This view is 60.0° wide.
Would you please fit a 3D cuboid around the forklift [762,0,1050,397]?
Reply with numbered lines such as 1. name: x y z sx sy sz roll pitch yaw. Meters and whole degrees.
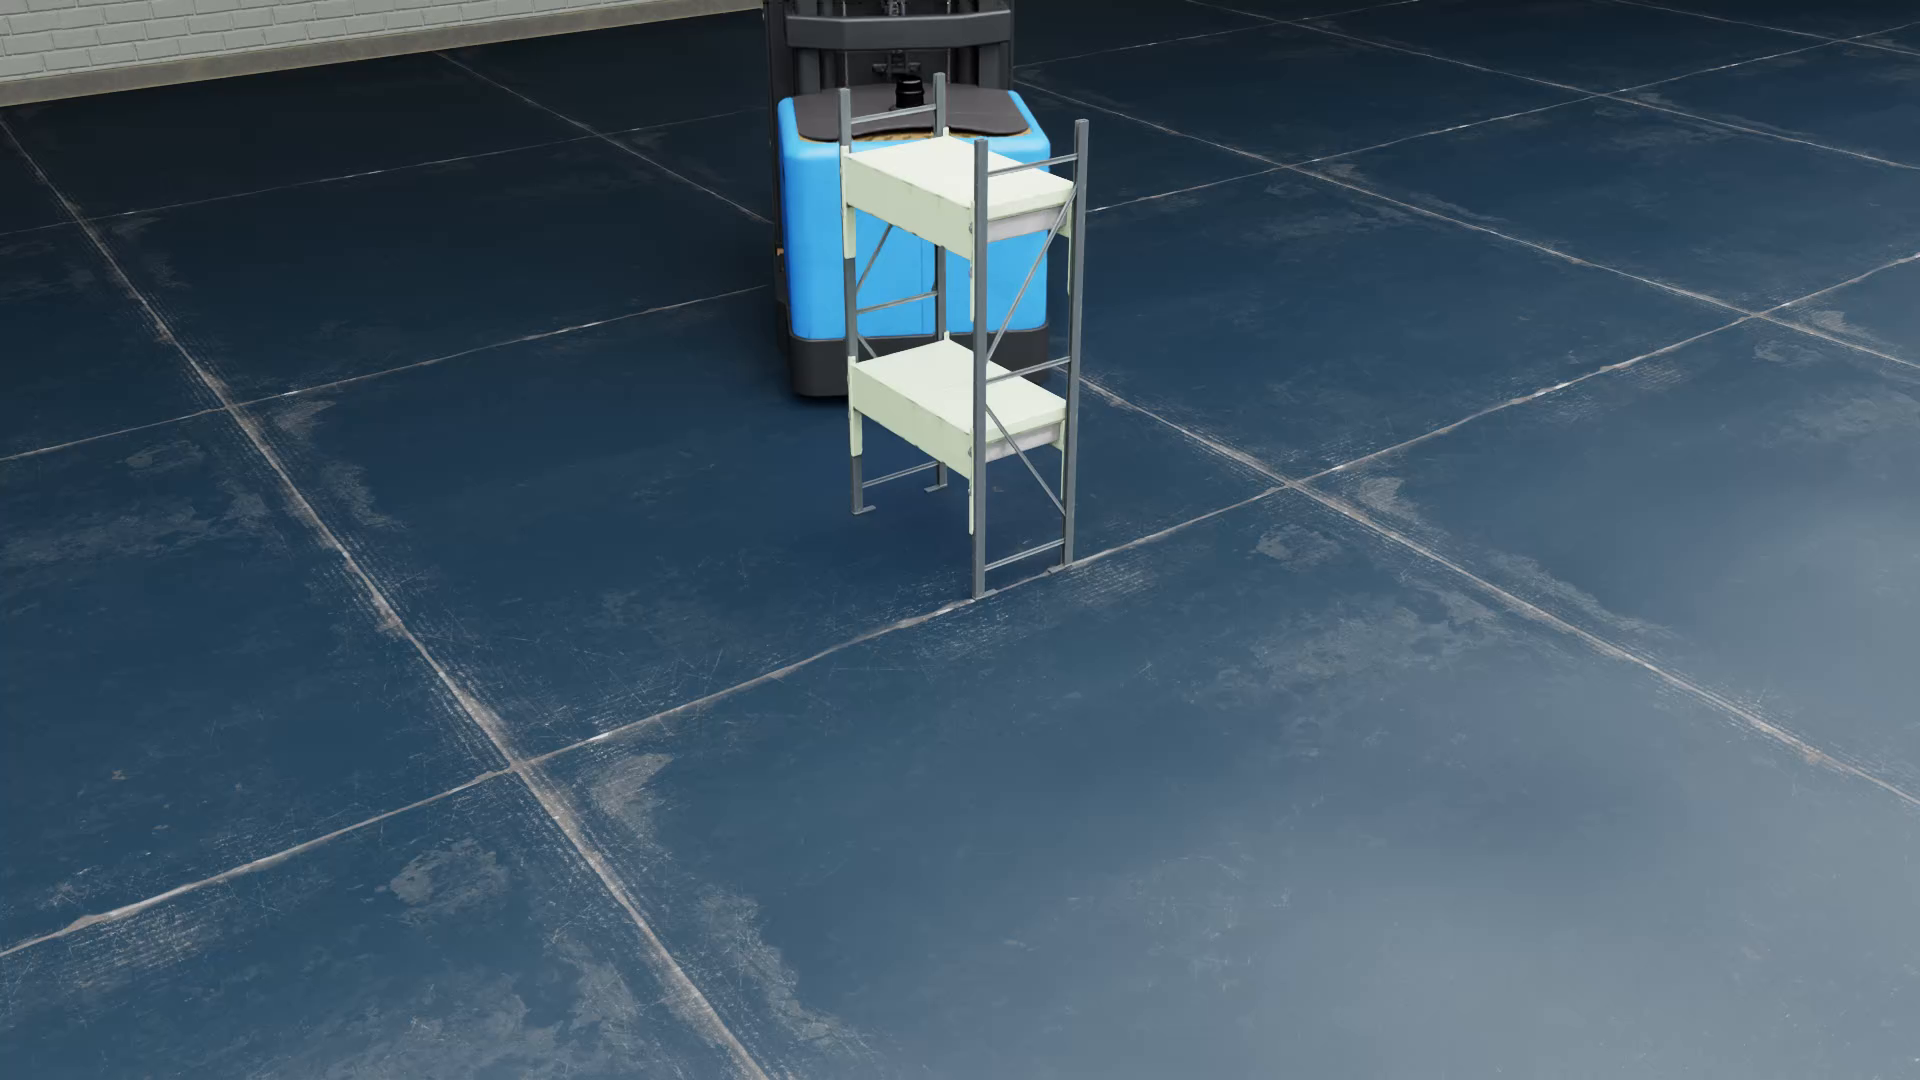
1. forklift: -0.340 -2.541 7.357 1.130 2.935 3.031 -4 29 -6

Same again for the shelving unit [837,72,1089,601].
1. shelving unit: -0.004 -0.662 5.397 0.431 1.500 0.755 -19 34 -31

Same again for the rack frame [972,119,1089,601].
1. rack frame: 0.208 -0.519 5.135 0.400 1.500 0.023 -19 34 -31

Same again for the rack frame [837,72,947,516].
1. rack frame: -0.216 -0.804 5.659 0.400 1.500 0.023 -19 34 -31

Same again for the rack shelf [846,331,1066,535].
1. rack shelf: -0.004 -0.375 5.552 0.431 0.370 0.720 -19 34 -31

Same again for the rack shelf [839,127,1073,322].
1. rack shelf: -0.004 -1.005 5.211 0.431 0.370 0.720 -19 34 -31
